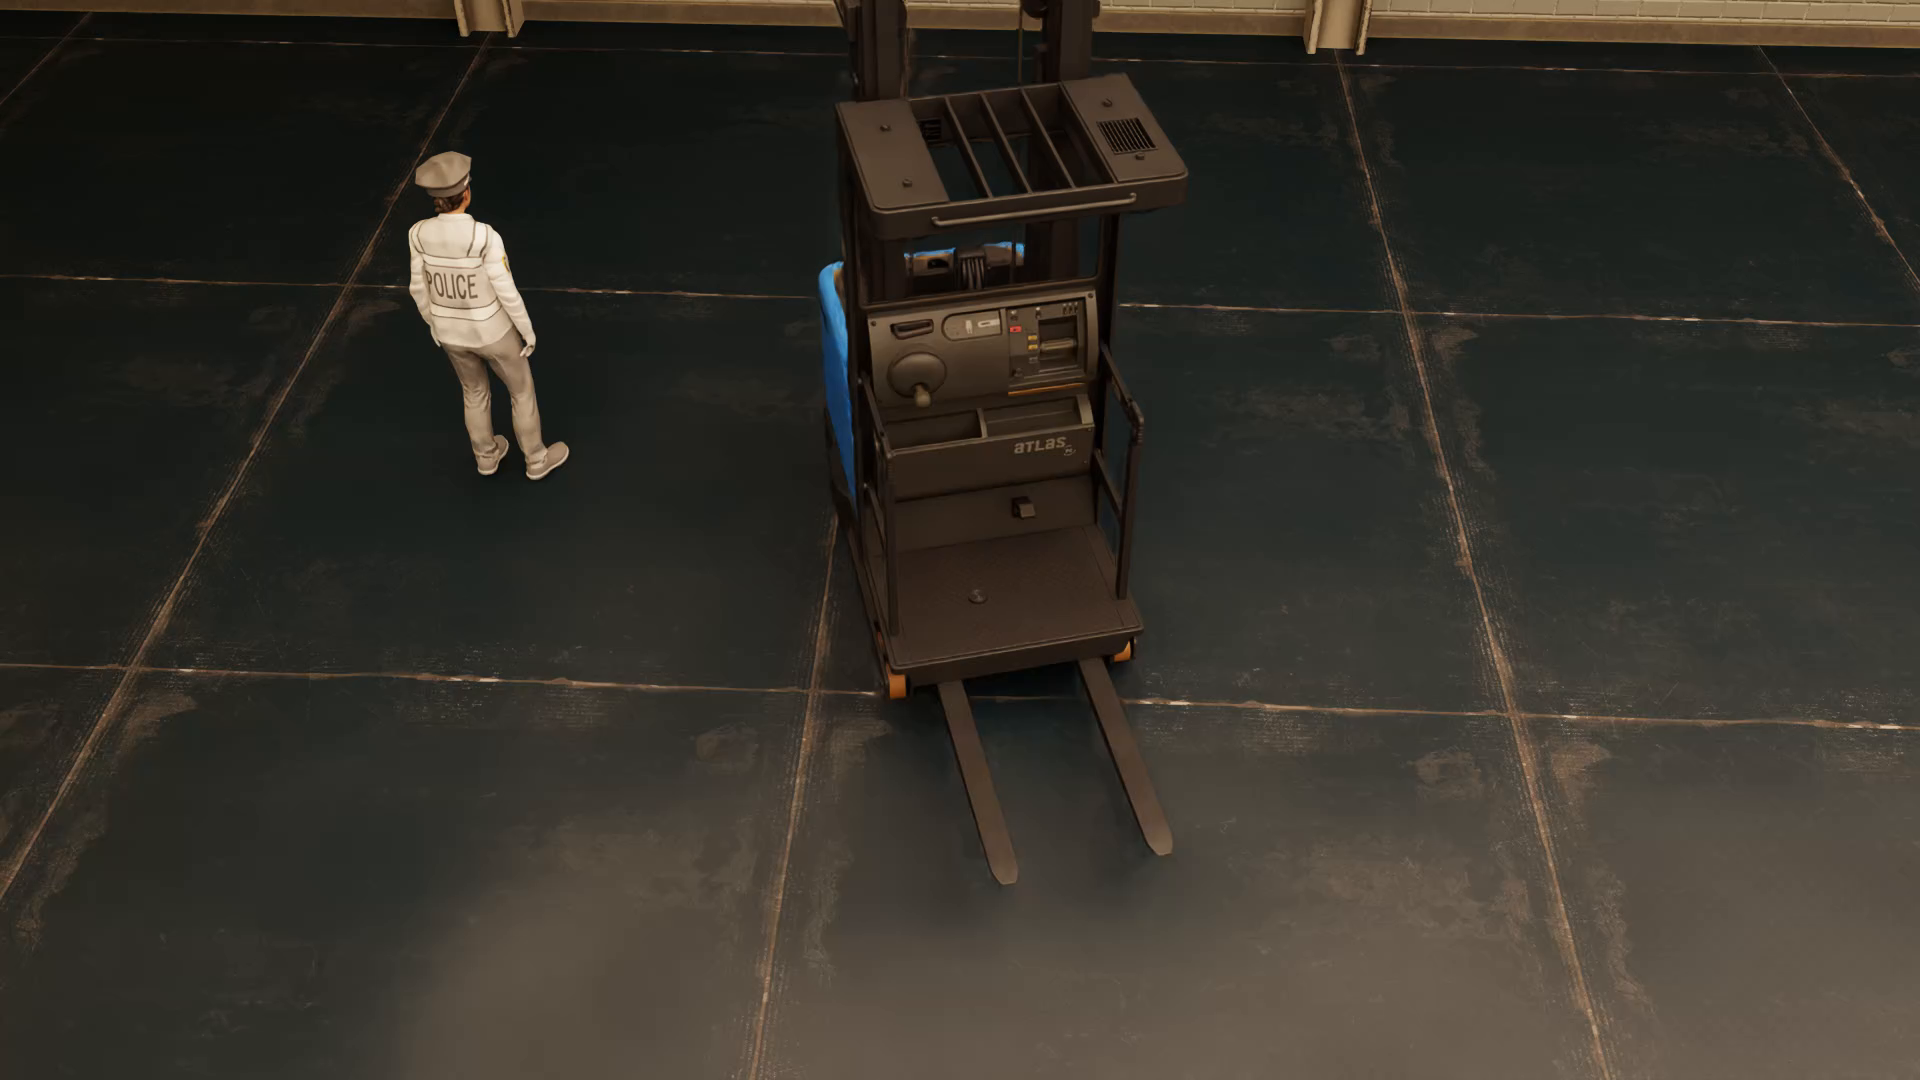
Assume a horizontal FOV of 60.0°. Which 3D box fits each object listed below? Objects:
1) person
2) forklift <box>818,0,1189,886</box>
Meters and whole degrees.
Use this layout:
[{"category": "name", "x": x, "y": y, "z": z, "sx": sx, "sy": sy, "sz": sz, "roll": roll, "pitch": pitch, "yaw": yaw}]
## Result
[{"category": "person", "x": -2.247, "y": -0.990, "z": 7.769, "sx": 0.530, "sy": 1.662, "sz": 0.376, "roll": 7, "pitch": 43, "yaw": 8}, {"category": "forklift", "x": 0.146, "y": -0.680, "z": 6.487, "sx": 1.130, "sy": 2.935, "sz": 3.031, "roll": -9, "pitch": 43, "yaw": -9}]
